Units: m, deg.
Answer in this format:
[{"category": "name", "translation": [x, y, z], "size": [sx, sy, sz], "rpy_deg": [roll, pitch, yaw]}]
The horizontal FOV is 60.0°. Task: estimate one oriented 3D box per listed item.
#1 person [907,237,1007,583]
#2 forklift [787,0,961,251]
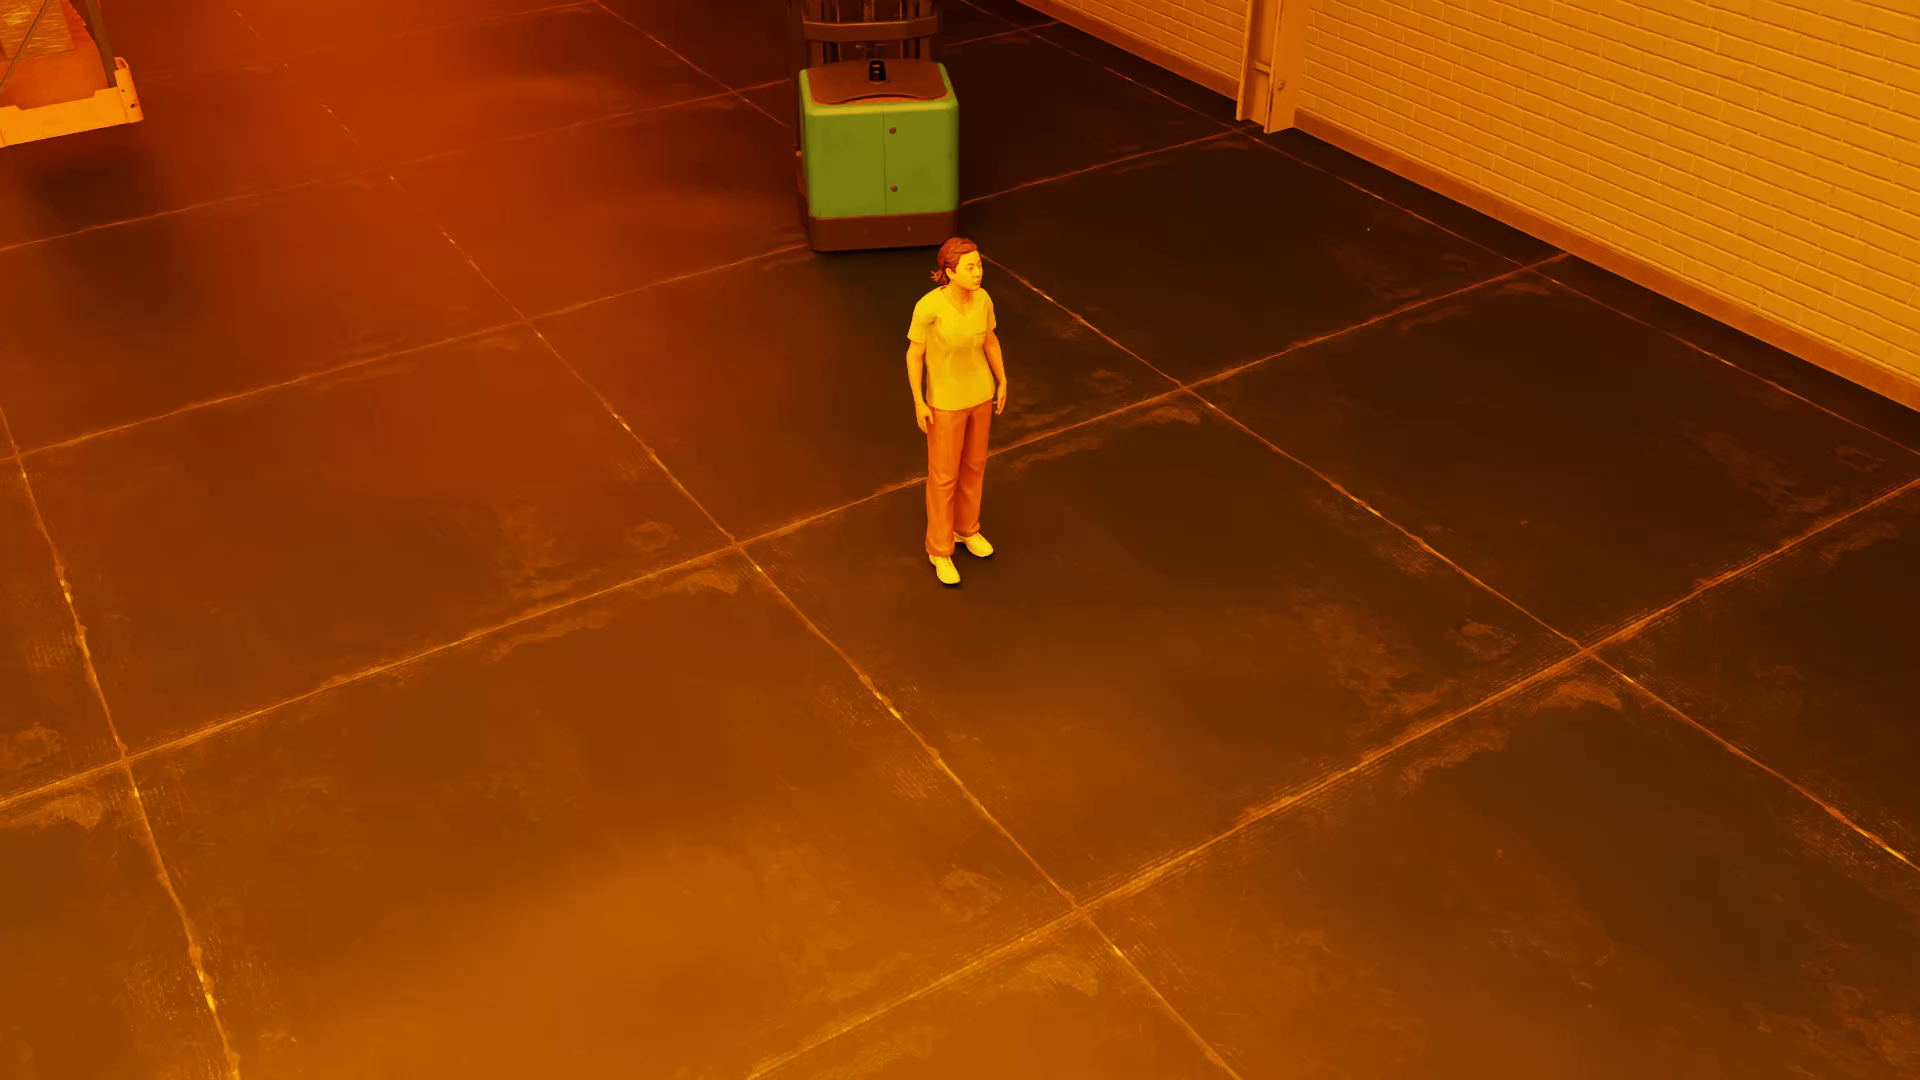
[{"category": "person", "translation": [0.031, -0.652, 8.155], "size": [0.553, 1.673, 0.548], "rpy_deg": [-21, 40, -27]}, {"category": "forklift", "translation": [-0.703, -4.010, 11.855], "size": [1.130, 2.935, 3.031], "rpy_deg": [-4, 35, -6]}]
